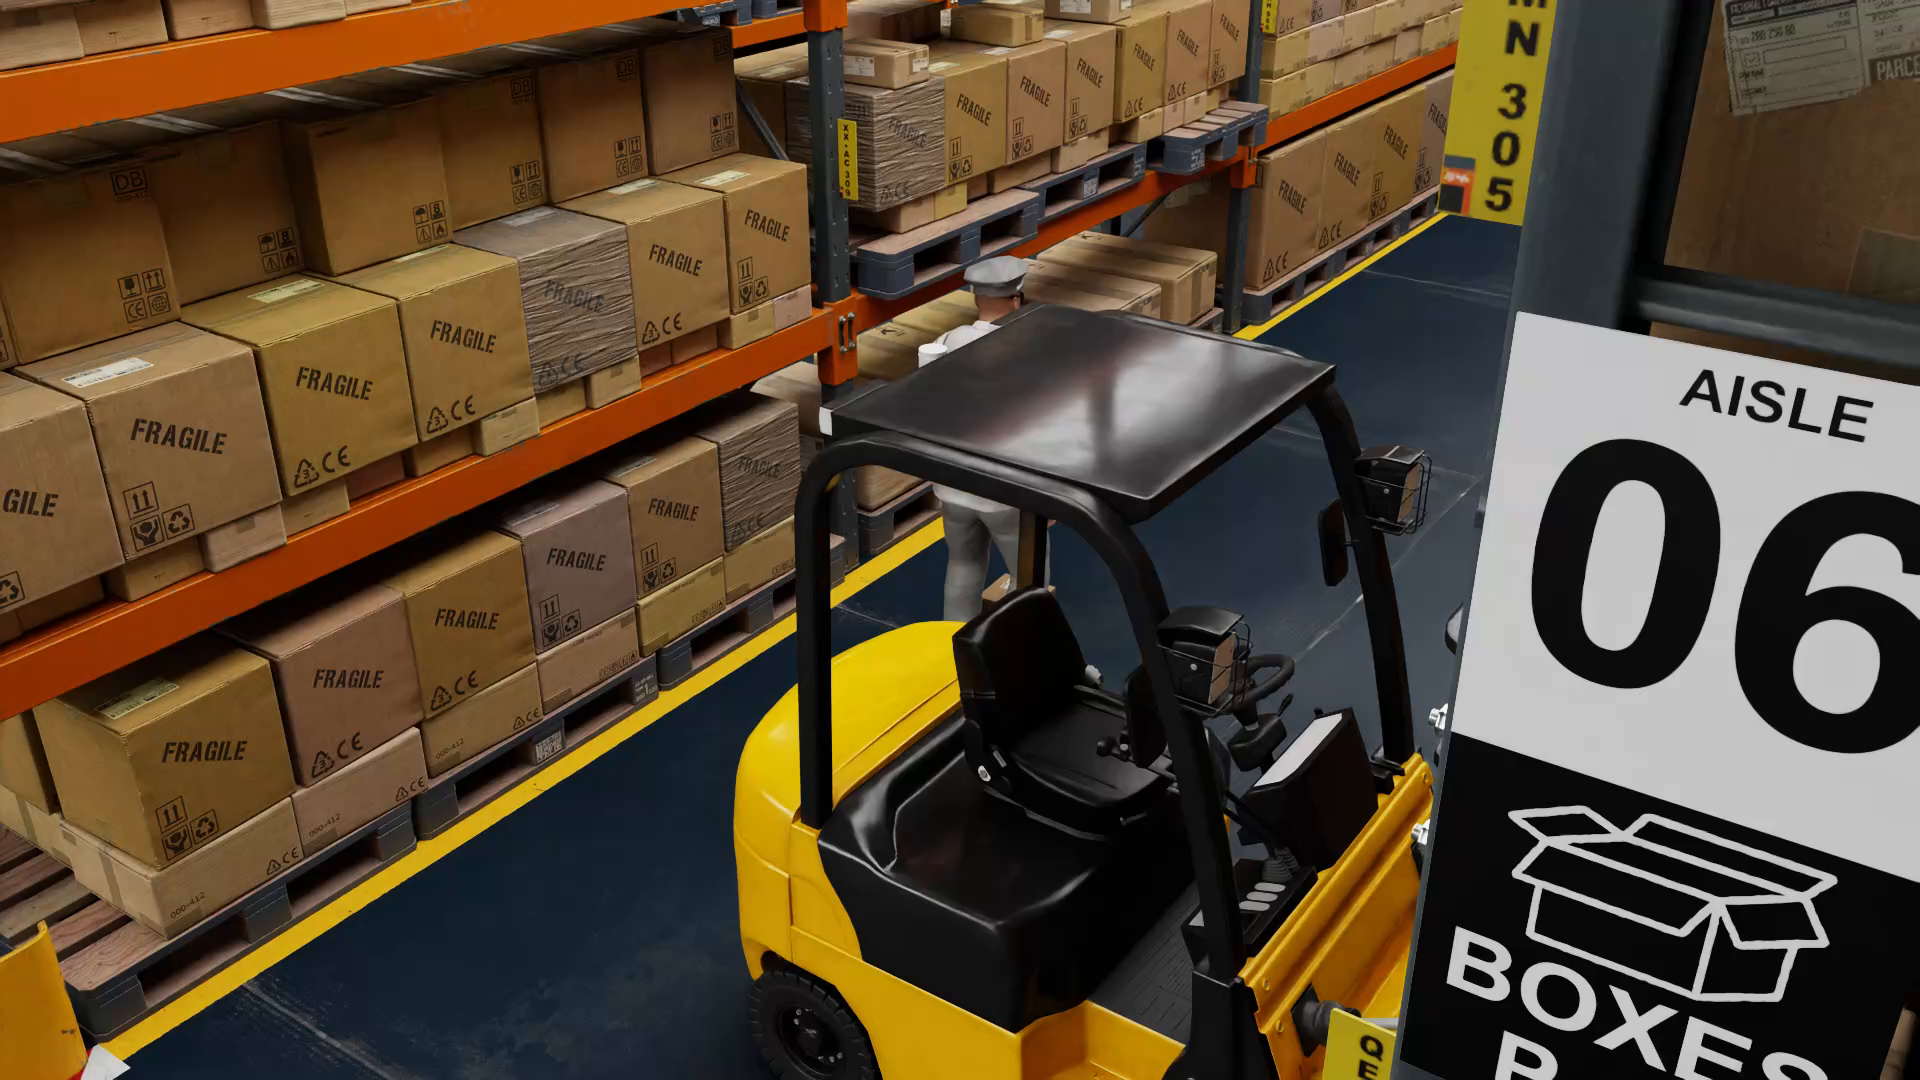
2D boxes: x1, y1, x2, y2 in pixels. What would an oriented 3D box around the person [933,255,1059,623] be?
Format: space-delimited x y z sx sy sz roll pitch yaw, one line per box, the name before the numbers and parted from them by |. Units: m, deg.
person | 0.125 -0.224 6.551 0.584 1.747 0.438 14 30 26
